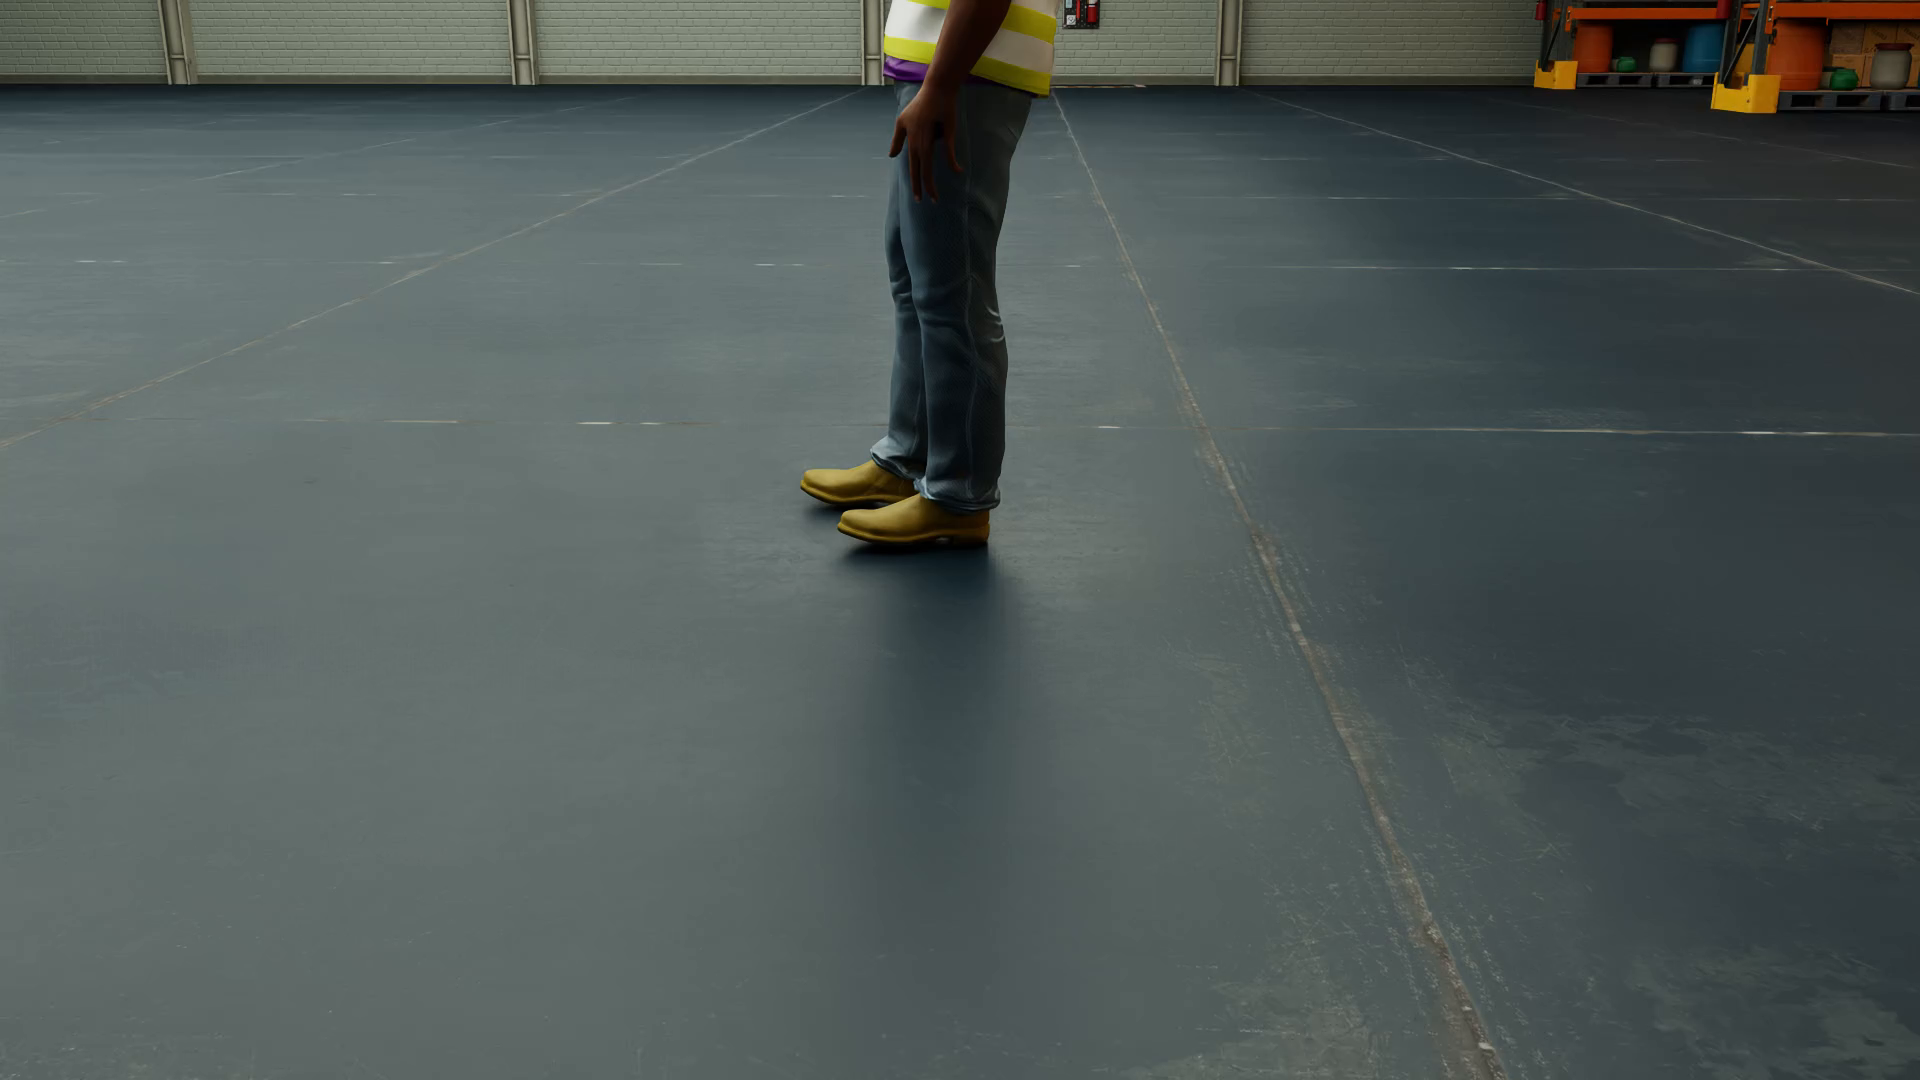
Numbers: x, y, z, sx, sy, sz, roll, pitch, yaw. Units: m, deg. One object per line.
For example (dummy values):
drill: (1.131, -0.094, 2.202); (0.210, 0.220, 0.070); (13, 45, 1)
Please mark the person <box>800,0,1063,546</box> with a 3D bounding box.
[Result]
person: (-0.069, -0.853, 3.116); (0.577, 1.765, 0.665); (1, 17, 2)
